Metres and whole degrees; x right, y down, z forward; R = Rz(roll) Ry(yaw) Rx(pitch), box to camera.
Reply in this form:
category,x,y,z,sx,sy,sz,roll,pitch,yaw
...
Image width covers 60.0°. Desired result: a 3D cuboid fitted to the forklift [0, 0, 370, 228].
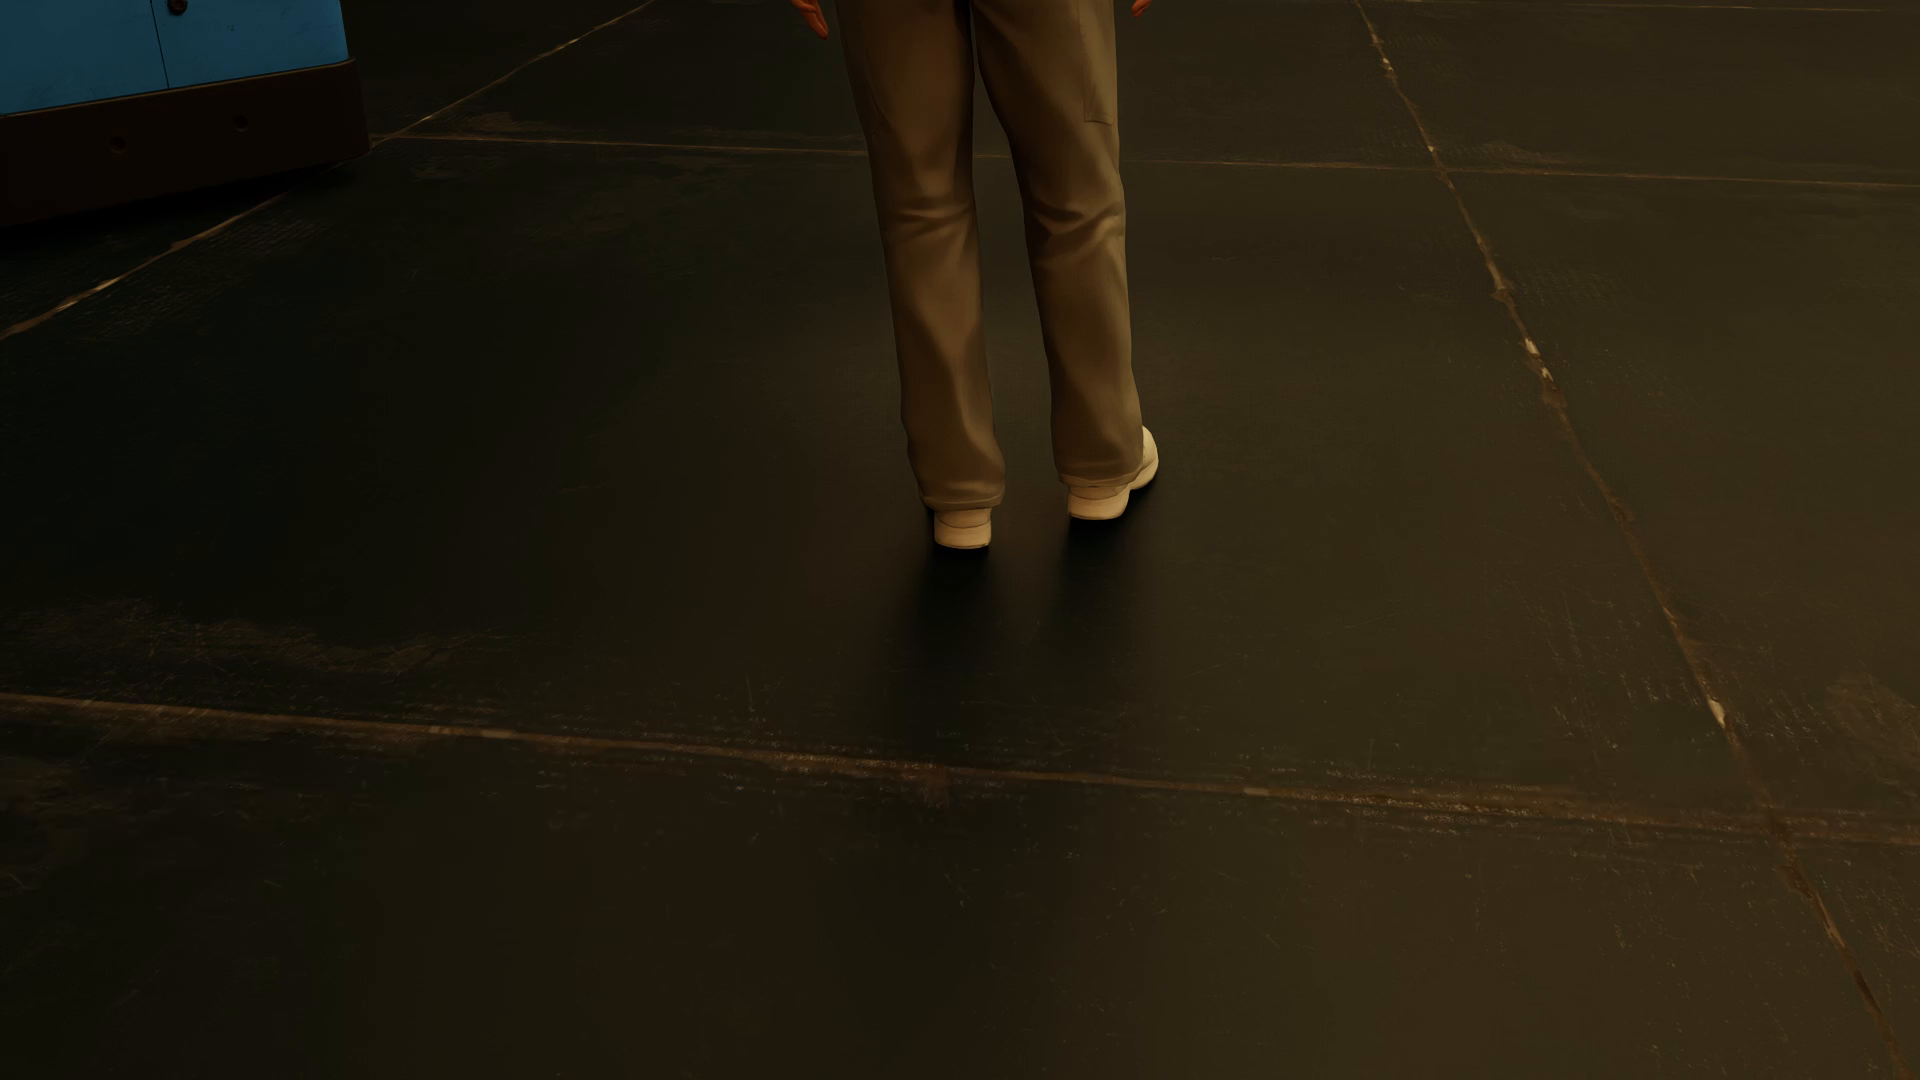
category,x,y,z,sx,sy,sz,roll,pitch,yaw
forklift,-2.995,-2.546,4.321,3.031,2.935,1.130,22,34,37

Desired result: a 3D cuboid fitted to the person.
category,x,y,z,sx,sy,sz,roll,pitch,yaw
person,0.023,-0.788,2.186,0.549,1.675,0.549,3,27,7
